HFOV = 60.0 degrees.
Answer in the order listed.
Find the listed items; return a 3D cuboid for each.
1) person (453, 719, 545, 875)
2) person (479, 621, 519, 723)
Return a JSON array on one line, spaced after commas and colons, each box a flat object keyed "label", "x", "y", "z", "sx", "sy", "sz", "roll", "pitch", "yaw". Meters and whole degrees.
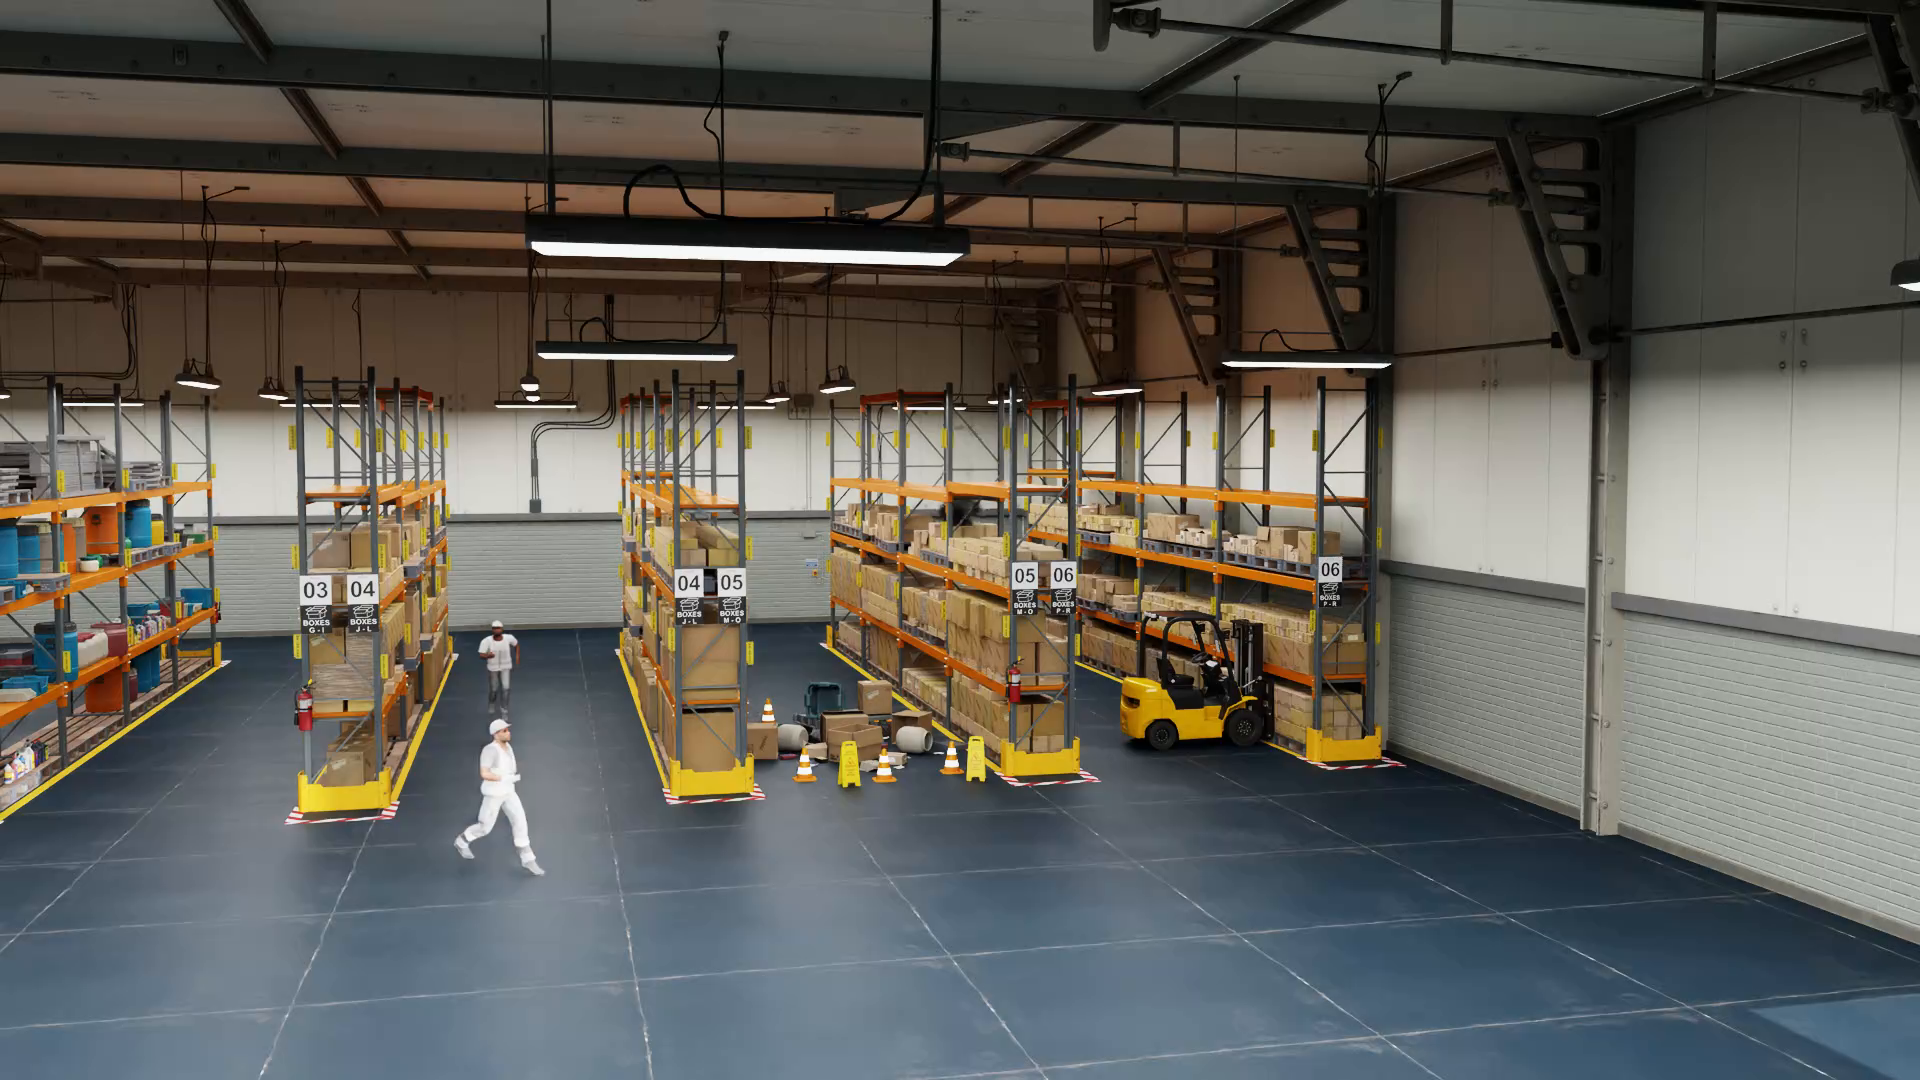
[{"label": "person", "x": -5.372, "y": 2.966, "z": 19.217, "sx": 1.144, "sy": 1.801, "sz": 0.621, "roll": 1, "pitch": 4, "yaw": 22}, {"label": "person", "x": -8.277, "y": 2.339, "z": 29.881, "sx": 0.713, "sy": 1.813, "sz": 0.910, "roll": -1, "pitch": 4, "yaw": -17}]
